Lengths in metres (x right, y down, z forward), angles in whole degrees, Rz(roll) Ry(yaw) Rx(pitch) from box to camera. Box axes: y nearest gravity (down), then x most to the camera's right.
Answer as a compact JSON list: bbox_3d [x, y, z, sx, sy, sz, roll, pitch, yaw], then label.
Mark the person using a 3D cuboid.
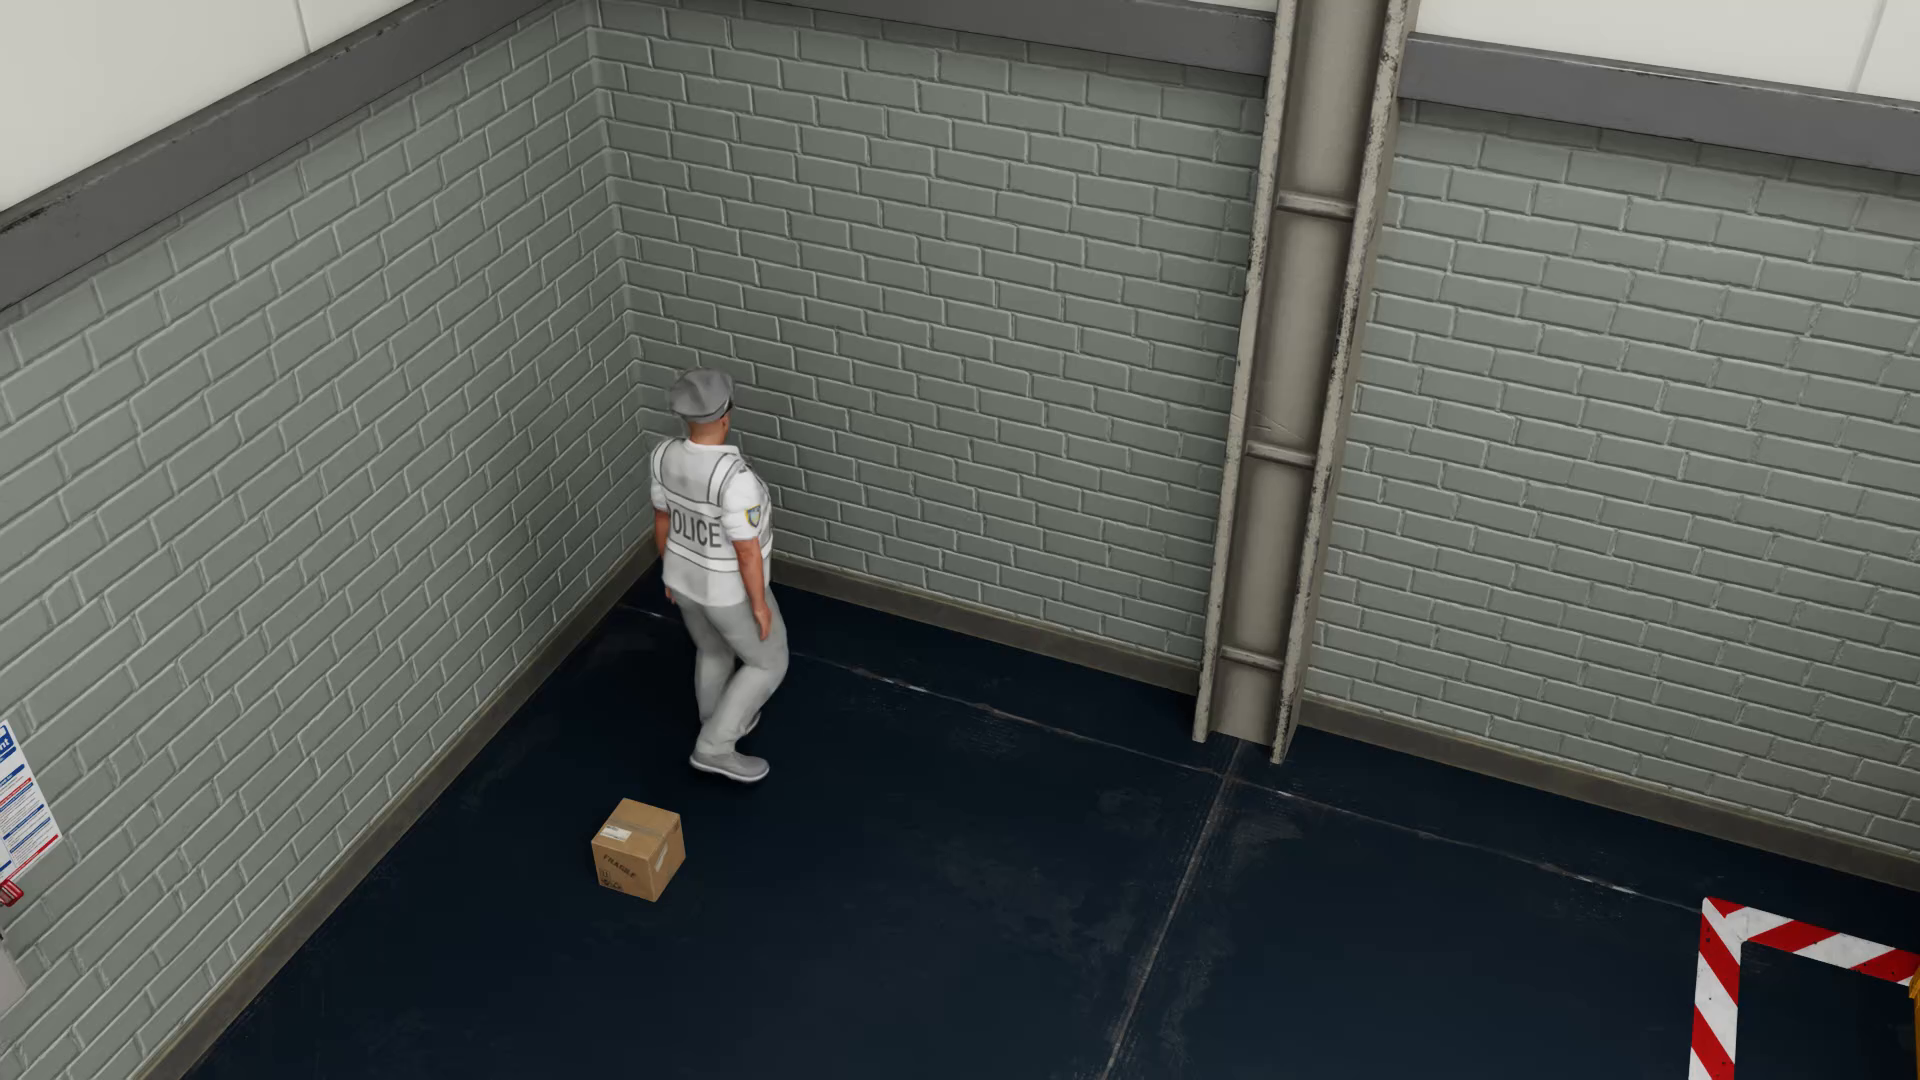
[{"bbox_3d":[-0.986,0.197,6.548,0.602,1.754,0.568,25,44,29],"label":"person"}]
